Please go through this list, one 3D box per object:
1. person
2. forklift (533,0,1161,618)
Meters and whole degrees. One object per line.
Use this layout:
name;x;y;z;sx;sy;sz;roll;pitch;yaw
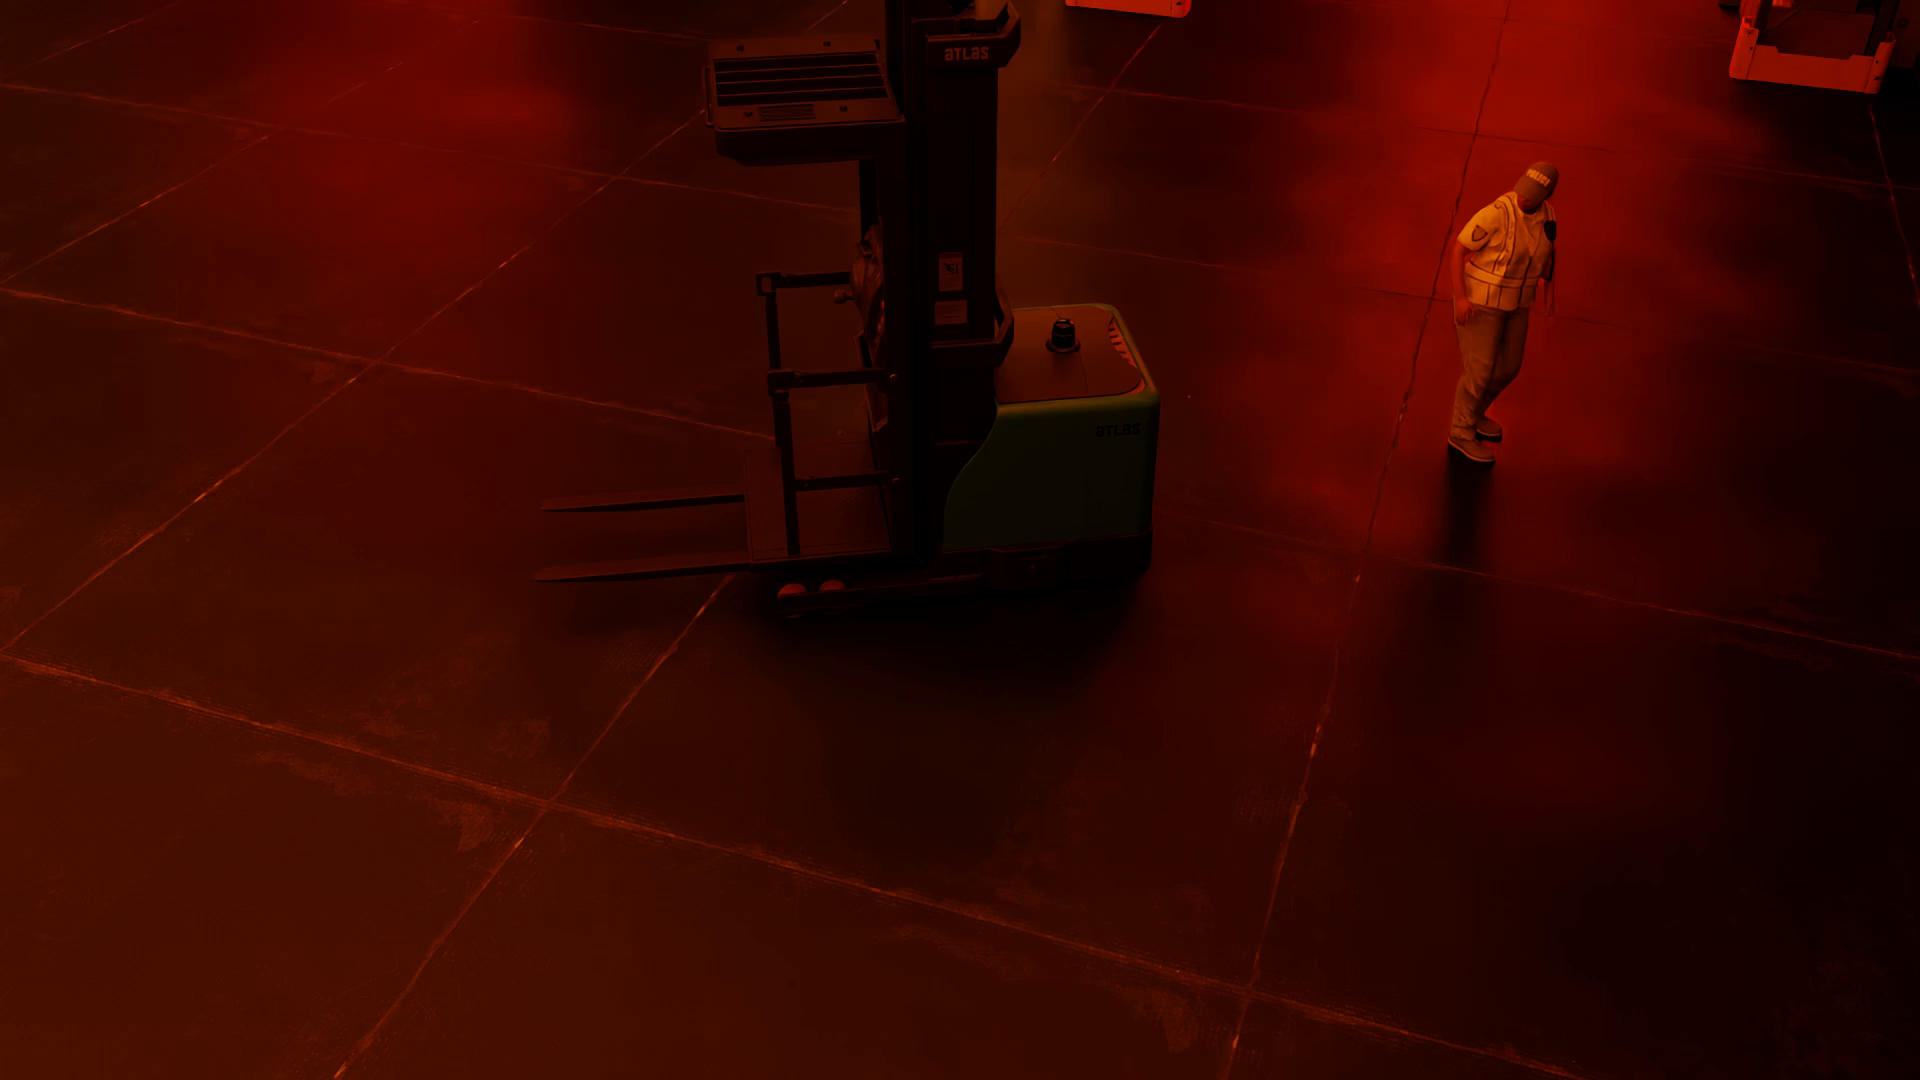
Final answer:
person;2.966;-1.262;9.008;0.686;1.646;0.512;-18;39;-24
forklift;-0.604;-1.144;7.724;3.031;2.935;1.130;-5;36;-7
